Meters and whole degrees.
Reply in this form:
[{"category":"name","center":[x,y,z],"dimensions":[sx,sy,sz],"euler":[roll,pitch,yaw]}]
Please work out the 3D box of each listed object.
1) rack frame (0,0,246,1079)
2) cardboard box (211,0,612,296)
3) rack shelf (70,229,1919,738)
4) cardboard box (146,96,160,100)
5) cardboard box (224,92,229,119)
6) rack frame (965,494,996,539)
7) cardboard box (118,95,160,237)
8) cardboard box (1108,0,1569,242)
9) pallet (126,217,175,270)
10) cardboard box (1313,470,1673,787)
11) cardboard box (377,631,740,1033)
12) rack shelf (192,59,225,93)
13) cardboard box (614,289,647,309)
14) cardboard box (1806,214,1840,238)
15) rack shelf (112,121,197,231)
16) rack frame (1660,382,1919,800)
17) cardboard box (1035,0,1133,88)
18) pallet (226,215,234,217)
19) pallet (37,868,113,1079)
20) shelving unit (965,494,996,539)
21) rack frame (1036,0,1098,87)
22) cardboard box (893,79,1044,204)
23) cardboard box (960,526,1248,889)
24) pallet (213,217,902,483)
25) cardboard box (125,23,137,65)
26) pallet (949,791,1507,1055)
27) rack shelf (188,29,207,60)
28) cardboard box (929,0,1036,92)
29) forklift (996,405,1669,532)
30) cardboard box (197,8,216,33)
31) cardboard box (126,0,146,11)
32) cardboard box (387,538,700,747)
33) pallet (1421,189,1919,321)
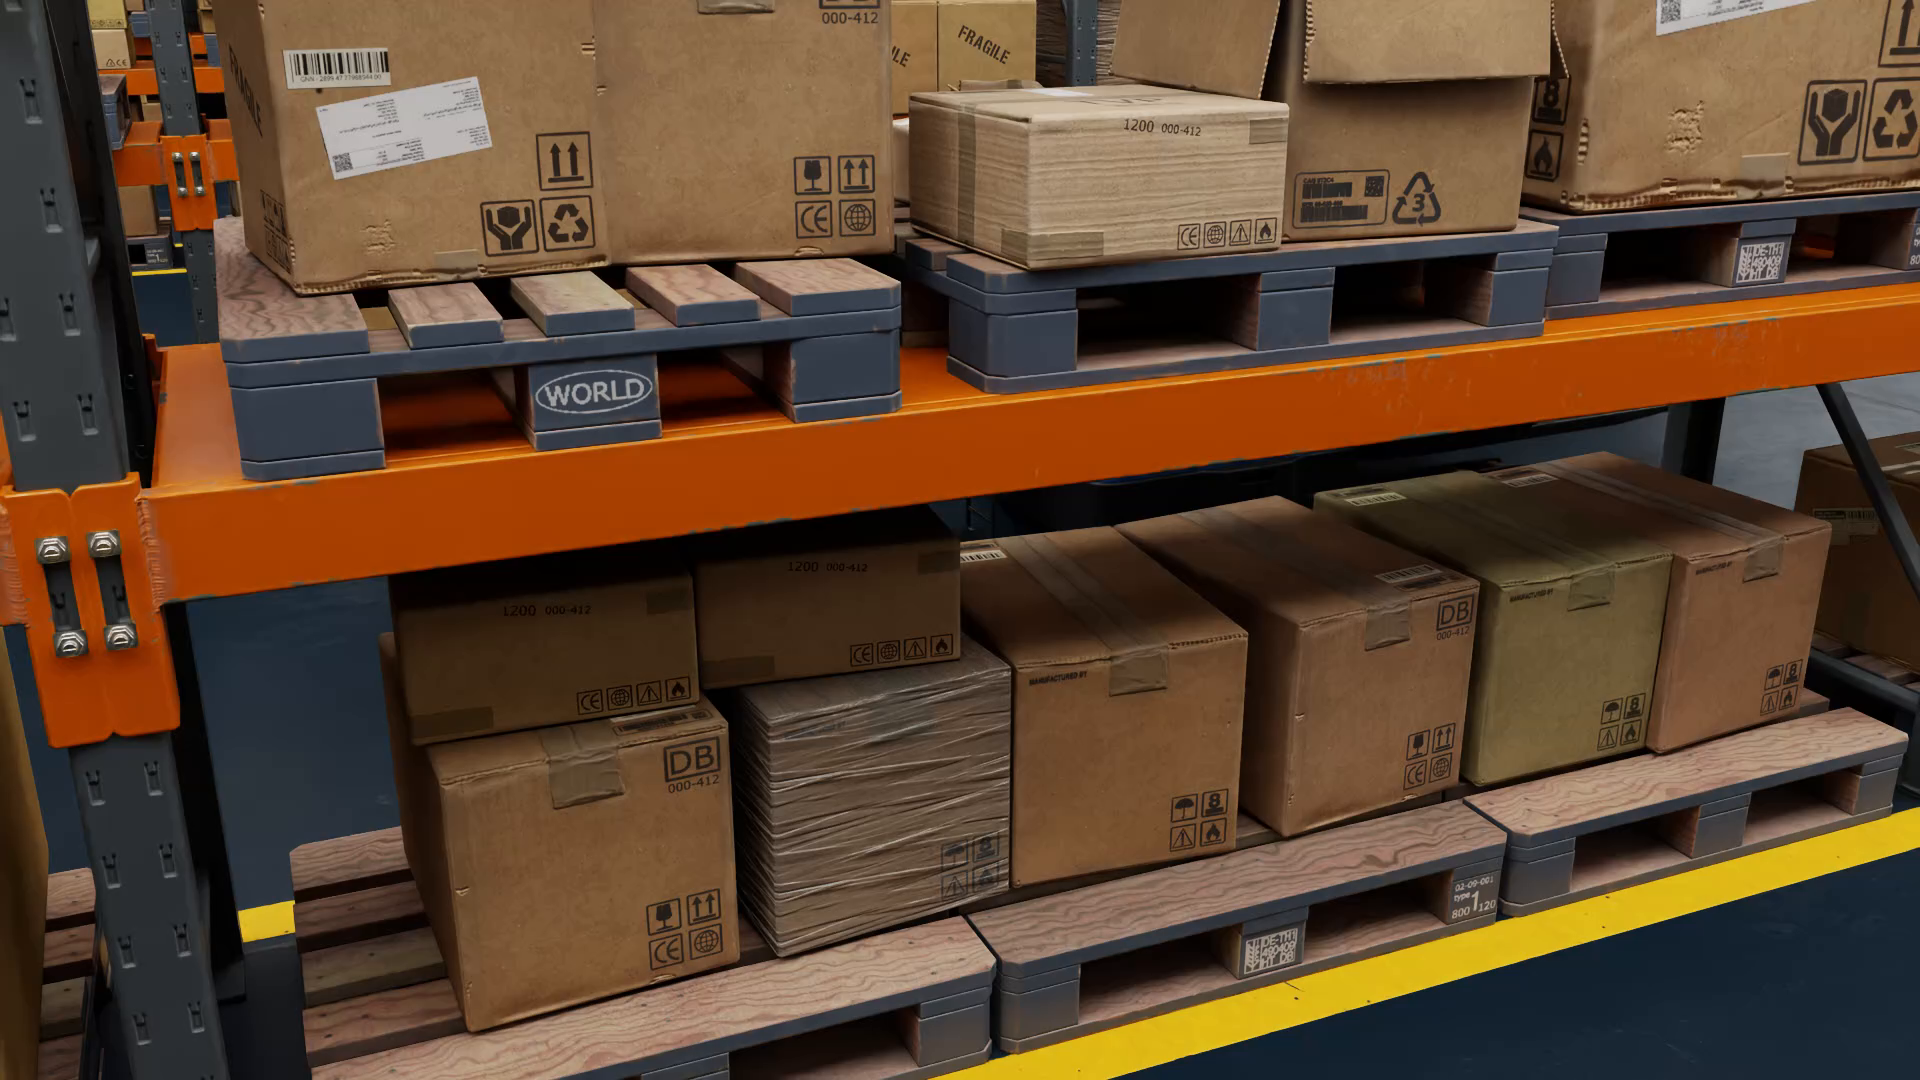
[{"category":"rack frame","center":[-1.395,-0.389,2.609],"dimensions":[0.127,3.000,1.000],"euler":[-8,21,-22]},{"category":"cardboard box","center":[-0.915,-0.717,2.759],"dimensions":[0.500,0.500,0.500],"euler":[-11,22,-29]},{"category":"rack shelf","center":[0.441,-0.312,3.476],"dimensions":[4.000,0.370,1.077],"euler":[-8,21,-22]},{"category":"cardboard box","center":[-7.788,-3.973,15.920],"dimensions":[0.500,0.500,0.500],"euler":[-7,21,-20]},{"category":"cardboard box","center":[-6.712,-4.080,16.036],"dimensions":[0.625,0.625,0.875],"euler":[-7,21,-20]},{"category":"rack frame","center":[0.072,-0.576,5.852],"dimensions":[0.015,1.200,0.240],"euler":[-8,21,-22]},{"category":"cardboard box","center":[-5.988,-2.541,11.289],"dimensions":[0.875,0.875,0.875],"euler":[-8,21,-22]},{"category":"cardboard box","center":[0.722,-0.905,3.289],"dimensions":[0.637,0.503,0.797],"euler":[-6,20,-16]},{"category":"pallet","center":[-6.075,-2.015,11.426],"dimensions":[1.213,0.211,1.003],"euler":[-8,21,-22]},{"category":"cardboard box","center":[1.260,0.188,4.073],"dimensions":[0.500,0.500,0.700],"euler":[-8,21,-22]},{"category":"cardboard box","center":[-0.788,0.489,3.219],"dimensions":[0.500,0.500,0.700],"euler":[-9,21,-25]},{"category":"rack shelf","center":[-3.484,-3.334,12.059],"dimensions":[4.000,0.370,1.077],"euler":[-8,21,-22]},{"category":"cardboard box","center":[-1.871,-1.220,7.726],"dimensions":[0.750,0.750,1.050],"euler":[-8,21,-21]},{"category":"cardboard box","center":[2.358,-0.914,4.480],"dimensions":[0.250,0.149,0.380],"euler":[-8,21,-22]},{"category":"rack shelf","center":[-5.104,-1.312,6.315],"dimensions":[4.000,0.370,1.077],"euler":[-8,21,-22]},{"category":"rack frame","center":[2.277,-0.915,4.104],"dimensions":[0.127,3.000,1.000],"euler":[-8,21,-22]},{"category":"cardboard box","center":[0.740,-2.564,8.560],"dimensions":[0.550,0.550,0.875],"euler":[-8,21,-22]},{"category":"pallet","center":[-4.603,-2.198,11.946],"dimensions":[1.213,0.211,1.003],"euler":[-8,21,-22]},{"category":"pallet","center":[-2.149,1.007,2.843],"dimensions":[1.213,0.211,1.003],"euler":[-8,21,-22]},{"category":"shelving unit","center":[-0.152,-0.544,5.761],"dimensions":[0.503,1.200,0.258],"euler":[-8,21,-22]},{"category":"rack frame","center":[0.405,-2.441,8.437],"dimensions":[0.127,3.000,1.000],"euler":[-8,21,-22]},{"category":"cardboard box","center":[0.029,-0.825,3.419],"dimensions":[0.258,0.266,0.396],"euler":[-9,21,-23]},{"category":"cardboard box","center":[0.234,0.335,3.655],"dimensions":[0.500,0.500,0.700],"euler":[-6,20,-17]},{"category":"pallet","center":[-0.783,-0.424,3.000],"dimensions":[1.003,0.211,1.213],"euler":[-8,21,-22]},{"category":"cardboard box","center":[-5.870,-3.352,11.252],"dimensions":[0.500,0.250,0.500],"euler":[-9,21,-23]},{"category":"pallet","center":[0.441,0.665,3.815],"dimensions":[1.213,0.211,1.003],"euler":[-8,21,-22]},{"category":"rack shelf","center":[-5.454,-4.848,16.356],"dimensions":[4.000,0.370,1.077],"euler":[-8,21,-22]},{"category":"cardboard box","center":[0.032,-2.338,7.994],"dimensions":[0.500,0.500,0.500],"euler":[-8,21,-22]},{"category":"forklift","center":[1.590,-1.638,6.262],"dimensions":[3.031,2.935,1.130],"euler":[-9,21,-24]},{"category":"cardboard box","center":[-4.949,-3.476,11.125],"dimensions":[0.250,0.149,0.380],"euler":[-9,22,-25]},{"category":"cardboard box","center":[-7.825,-5.149,15.346],"dimensions":[0.500,0.500,0.500],"euler":[-7,21,-19]},{"category":"cardboard box","center":[-0.792,0.132,3.103],"dimensions":[0.500,0.250,0.500],"euler":[-7,21,-20]},{"category":"pallet","center":[1.518,-0.768,3.976],"dimensions":[1.213,0.211,1.003],"euler":[-8,21,-22]}]
